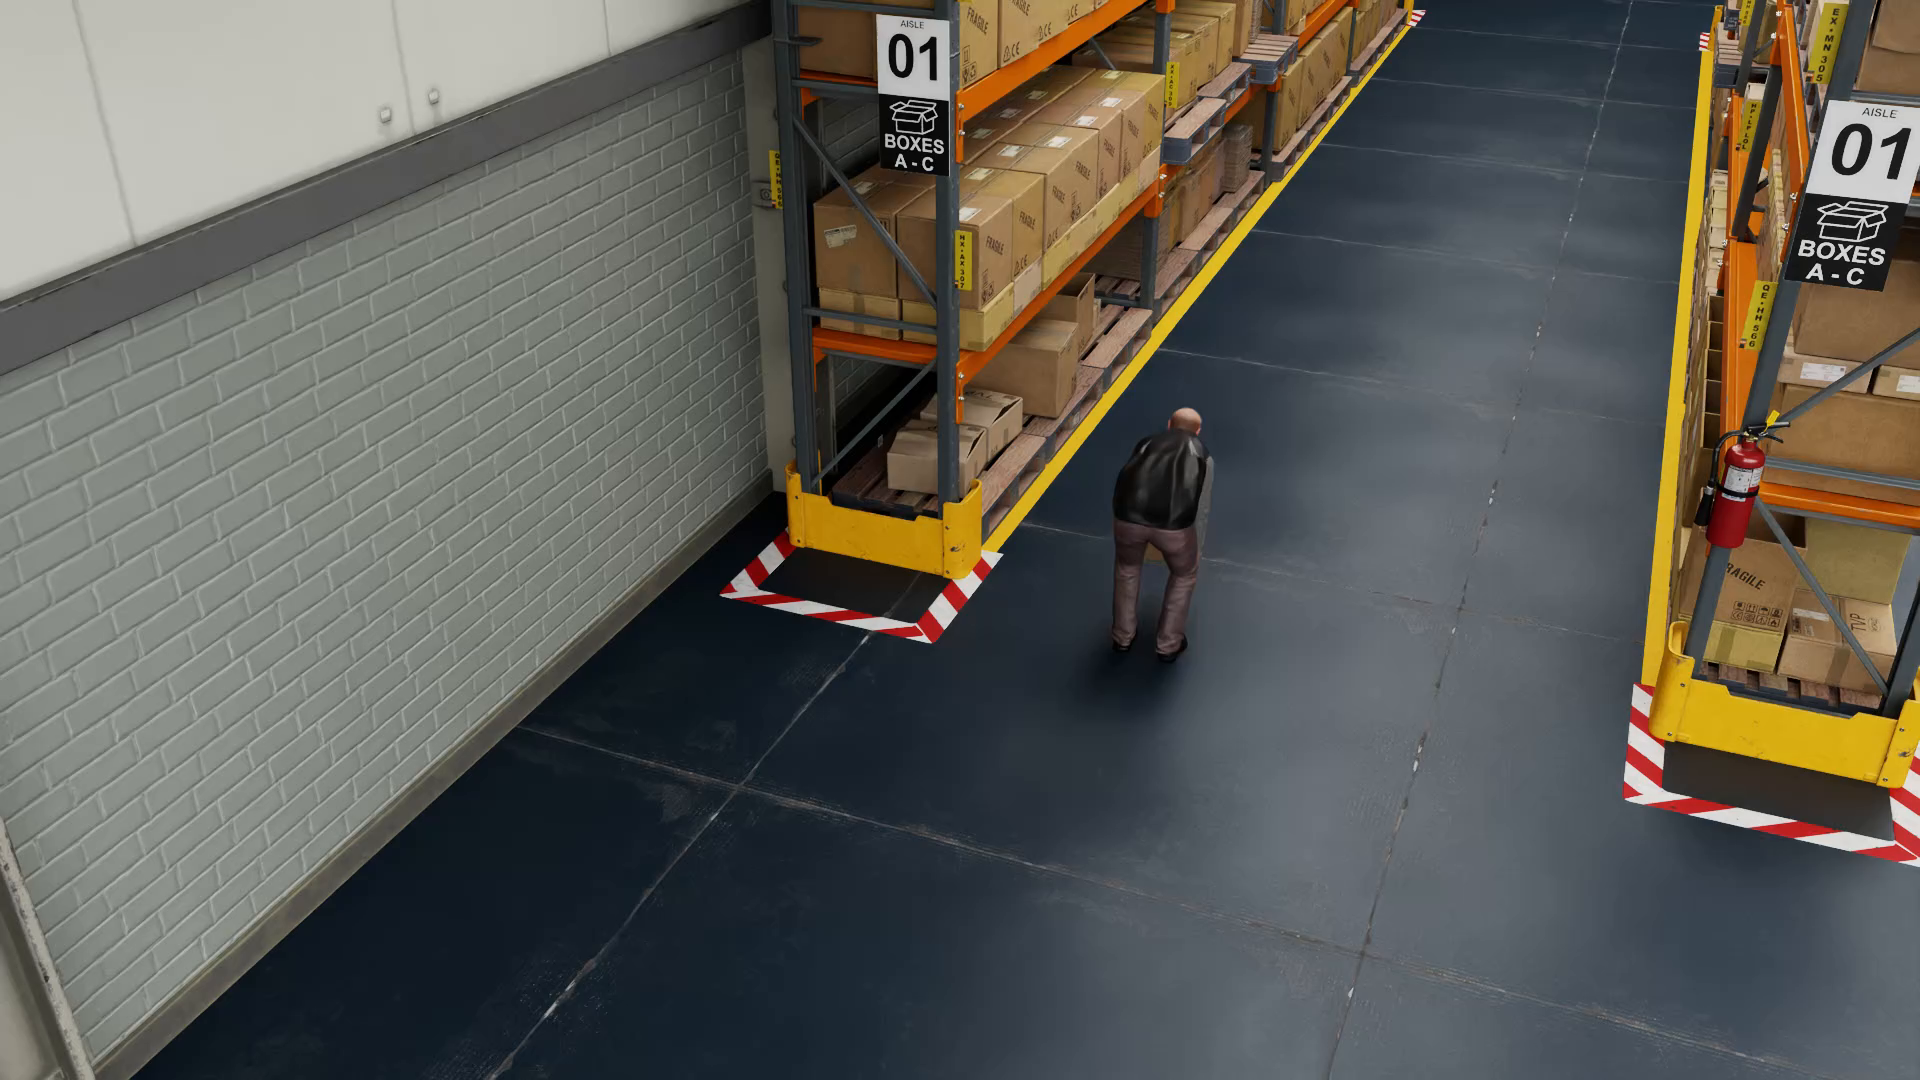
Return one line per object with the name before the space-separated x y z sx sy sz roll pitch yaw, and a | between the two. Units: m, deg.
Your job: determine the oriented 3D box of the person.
person | 1.109 -0.031 9.043 0.464 1.172 0.948 10 31 18
